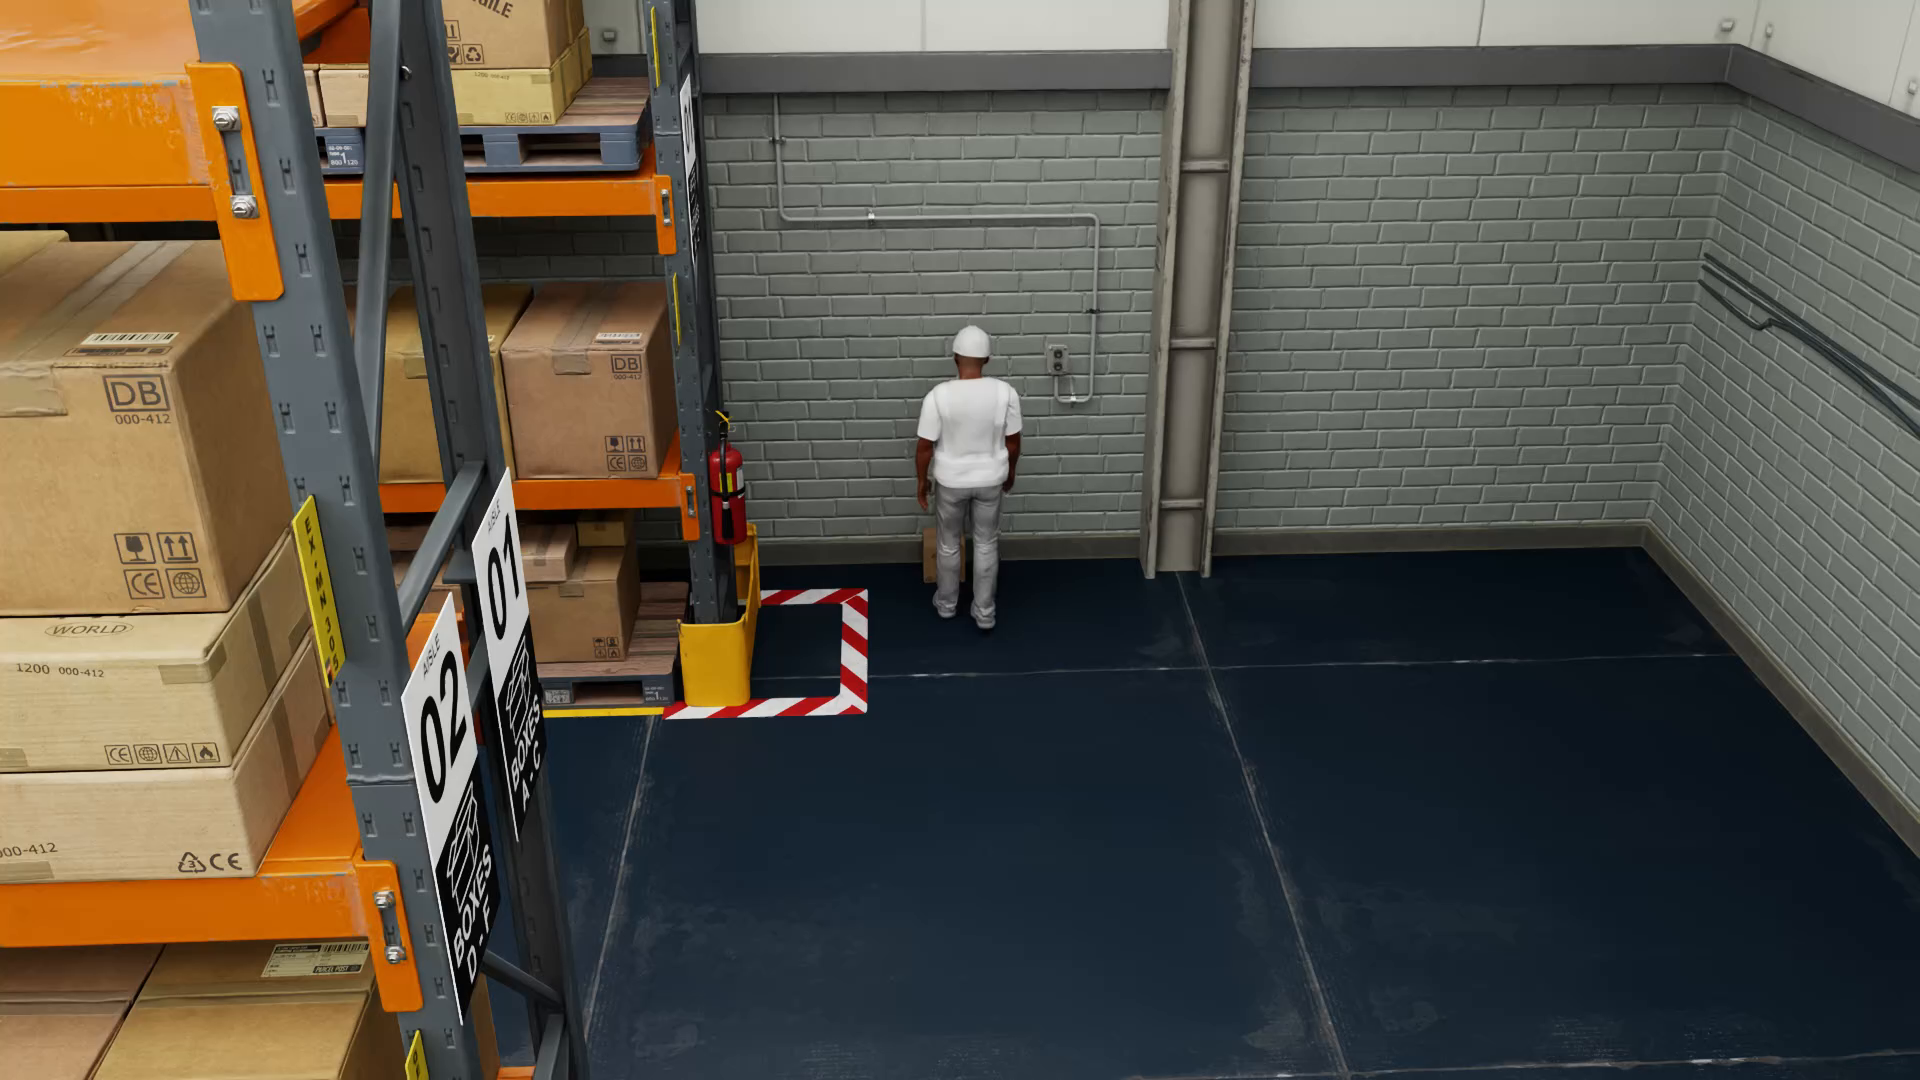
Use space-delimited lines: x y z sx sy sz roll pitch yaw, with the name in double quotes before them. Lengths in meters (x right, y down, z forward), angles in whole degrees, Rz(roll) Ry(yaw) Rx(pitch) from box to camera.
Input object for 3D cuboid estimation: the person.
"person" 0.041 -0.354 9.257 0.587 1.773 0.518 -3 28 -6
